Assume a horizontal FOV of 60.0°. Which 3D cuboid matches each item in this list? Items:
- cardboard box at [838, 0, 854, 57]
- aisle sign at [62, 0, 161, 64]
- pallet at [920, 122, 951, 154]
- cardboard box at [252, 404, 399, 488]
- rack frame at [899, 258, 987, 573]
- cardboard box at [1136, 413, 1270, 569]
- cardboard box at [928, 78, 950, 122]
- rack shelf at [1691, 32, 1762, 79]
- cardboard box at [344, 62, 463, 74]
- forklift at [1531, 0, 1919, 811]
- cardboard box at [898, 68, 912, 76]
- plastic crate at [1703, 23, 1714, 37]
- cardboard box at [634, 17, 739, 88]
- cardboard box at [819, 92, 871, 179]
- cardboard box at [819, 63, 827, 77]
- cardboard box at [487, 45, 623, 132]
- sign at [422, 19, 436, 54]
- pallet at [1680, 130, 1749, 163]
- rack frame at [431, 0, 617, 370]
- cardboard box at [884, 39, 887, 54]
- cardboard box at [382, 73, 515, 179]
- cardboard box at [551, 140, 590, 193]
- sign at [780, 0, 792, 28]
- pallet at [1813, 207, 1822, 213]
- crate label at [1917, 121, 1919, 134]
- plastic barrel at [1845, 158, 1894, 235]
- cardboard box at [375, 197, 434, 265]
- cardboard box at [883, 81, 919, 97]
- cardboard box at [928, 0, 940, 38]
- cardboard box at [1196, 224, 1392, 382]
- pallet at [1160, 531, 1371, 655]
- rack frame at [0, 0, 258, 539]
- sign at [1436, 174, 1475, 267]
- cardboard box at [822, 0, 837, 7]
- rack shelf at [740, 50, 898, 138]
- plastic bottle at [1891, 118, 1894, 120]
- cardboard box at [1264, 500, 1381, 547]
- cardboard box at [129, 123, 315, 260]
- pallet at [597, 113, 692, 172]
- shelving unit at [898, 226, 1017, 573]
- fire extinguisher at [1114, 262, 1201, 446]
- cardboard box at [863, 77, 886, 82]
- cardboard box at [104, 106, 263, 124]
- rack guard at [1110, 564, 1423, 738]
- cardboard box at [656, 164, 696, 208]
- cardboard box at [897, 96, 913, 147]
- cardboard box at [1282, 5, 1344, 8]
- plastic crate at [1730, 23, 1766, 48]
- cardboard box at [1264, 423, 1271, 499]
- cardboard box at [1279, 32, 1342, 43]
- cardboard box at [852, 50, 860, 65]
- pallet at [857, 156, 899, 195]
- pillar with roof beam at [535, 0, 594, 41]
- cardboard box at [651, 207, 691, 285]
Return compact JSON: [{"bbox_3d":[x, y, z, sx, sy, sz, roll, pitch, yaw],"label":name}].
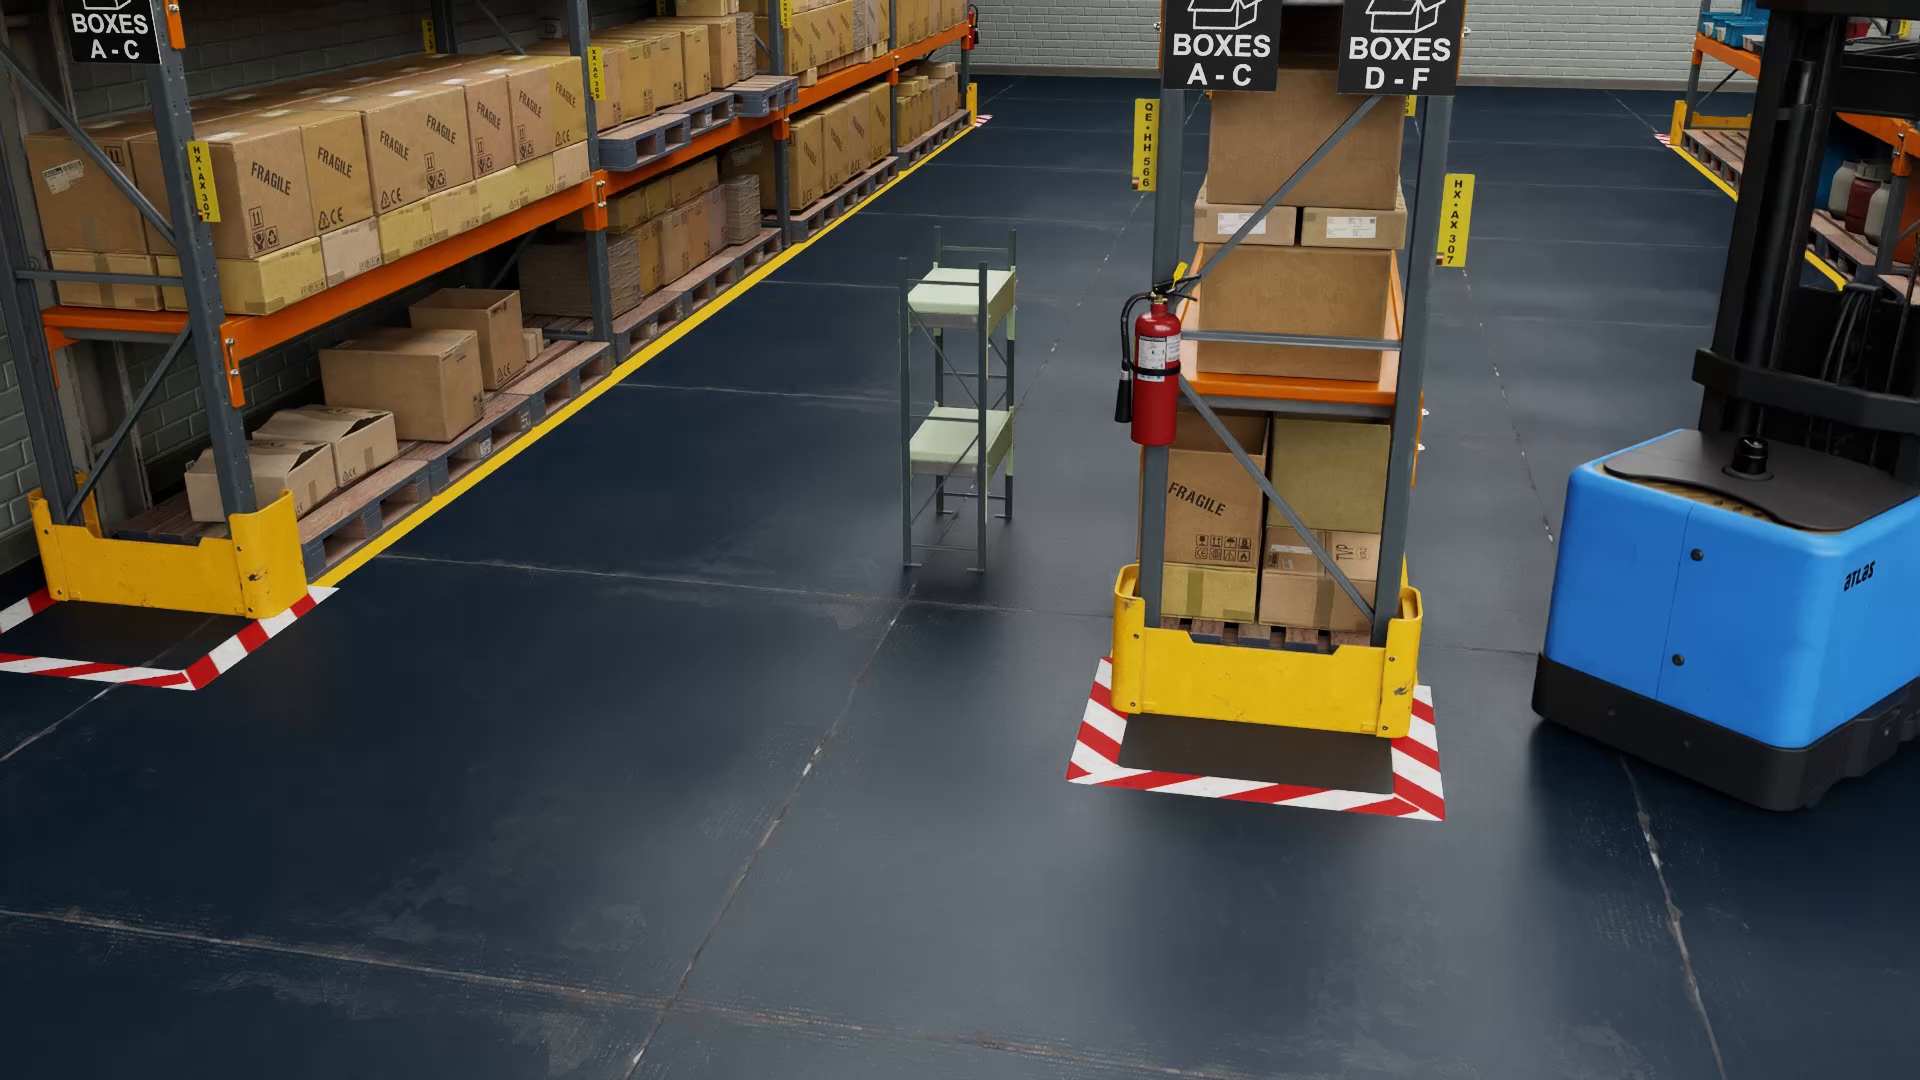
[{"bbox_3d":[-1.344,-4.952,16.076,0.500,0.500,0.500,5,22,12],"label":"cardboard box"},{"bbox_3d":[-3.364,-2.268,6.490,0.394,0.787,0.004,4,22,11],"label":"aisle sign"},{"bbox_3d":[-0.716,-4.926,20.303,1.003,0.211,1.213,4,22,11],"label":"pallet"},{"bbox_3d":[-3.297,-0.523,8.647,0.500,0.311,0.500,6,23,15],"label":"cardboard box"},{"bbox_3d":[-0.076,-0.559,7.735,0.400,1.500,0.023,4,22,11],"label":"rack frame"},{"bbox_3d":[1.026,-0.221,7.002,0.500,0.500,0.500,4,22,11],"label":"cardboard box"},{"bbox_3d":[-0.525,-5.552,20.907,0.700,0.500,0.500,4,22,11],"label":"cardboard box"},{"bbox_3d":[8.913,-5.143,18.070,1.077,0.370,4.000,4,22,11],"label":"rack shelf"},{"bbox_3d":[-3.236,-2.517,9.758,0.500,0.500,0.500,4,22,11],"label":"cardboard box"},{"bbox_3d":[3.708,-0.836,6.505,3.031,2.935,1.130,-17,27,-36],"label":"forklift"},{"bbox_3d":[-0.798,-5.727,20.473,0.380,0.149,0.250,5,22,12],"label":"cardboard box"},{"bbox_3d":[8.801,-5.937,19.353,0.250,0.136,0.298,4,22,11],"label":"plastic crate"},{"bbox_3d":[-2.184,-3.909,13.321,0.700,0.500,0.500,2,22,6],"label":"cardboard box"},{"bbox_3d":[-1.378,-4.125,16.896,0.750,0.750,0.750,5,23,13],"label":"cardboard box"},{"bbox_3d":[-1.481,-4.505,15.835,0.380,0.149,0.250,5,22,12],"label":"cardboard box"},{"bbox_3d":[-2.689,-3.008,11.085,0.700,0.500,0.500,5,22,11],"label":"cardboard box"},{"bbox_3d":[-3.371,-3.152,10.616,0.100,0.325,0.005,4,22,11],"label":"sign"},{"bbox_3d":[9.114,-4.616,19.532,1.003,0.211,1.213,4,22,11],"label":"pallet"},{"bbox_3d":[-2.827,-2.574,10.730,1.000,3.000,0.127,4,22,11],"label":"rack frame"},{"bbox_3d":[-0.986,-5.248,17.678,0.380,0.149,0.250,5,22,11],"label":"cardboard box"},{"bbox_3d":[-2.830,-2.299,9.217,0.500,0.500,0.500,4,22,9],"label":"cardboard box"},{"bbox_3d":[-2.627,-2.318,10.267,0.500,0.250,0.500,5,22,11],"label":"cardboard box"},{"bbox_3d":[-1.477,-4.500,14.067,0.100,0.325,0.005,4,22,11],"label":"sign"},{"bbox_3d":[8.306,-3.172,15.948,1.003,0.211,1.213,4,22,11],"label":"pallet"},{"bbox_3d":[7.235,-3.079,12.207,0.303,0.233,0.416,4,22,11],"label":"crate label"},{"bbox_3d":[8.002,-2.951,14.333,0.600,0.588,0.708,4,22,11],"label":"plastic barrel"},{"bbox_3d":[-3.031,-1.582,8.441,0.500,0.250,0.500,4,22,10],"label":"cardboard box"},{"bbox_3d":[-0.693,-5.213,19.199,0.380,0.149,0.250,5,23,13],"label":"cardboard box"},{"bbox_3d":[-0.774,-6.370,19.753,0.980,0.700,0.700,3,22,8],"label":"cardboard box"},{"bbox_3d":[1.315,-0.951,6.567,0.700,0.500,0.500,4,22,11],"label":"cardboard box"},{"bbox_3d":[1.322,0.275,7.387,1.003,0.211,1.213,4,22,11],"label":"pallet"},{"bbox_3d":[-3.643,-1.111,7.098,1.000,3.000,0.127,4,22,11],"label":"rack frame"},{"bbox_3d":[1.750,-1.129,5.877,0.100,0.325,0.005,4,22,11],"label":"sign"},{"bbox_3d":[-1.458,-5.105,15.451,0.500,0.250,0.500,5,22,11],"label":"cardboard box"},{"bbox_3d":[-1.602,-4.435,16.313,1.077,0.370,4.000,4,22,11],"label":"rack shelf"},{"bbox_3d":[7.395,-3.411,13.074,0.097,0.201,0.097,0,22,0],"label":"plastic bottle"},{"bbox_3d":[1.633,-0.017,7.499,0.500,0.250,0.500,4,22,11],"label":"cardboard box"},{"bbox_3d":[-3.251,-1.551,7.359,0.500,0.500,0.500,4,22,11],"label":"cardboard box"},{"bbox_3d":[-2.528,-2.754,11.433,1.003,0.211,1.213,4,22,11],"label":"pallet"},{"bbox_3d":[-0.001,-0.693,8.067,0.431,1.500,0.755,4,22,11],"label":"shelving unit"},{"bbox_3d":[0.729,-0.691,6.159,0.296,0.674,0.183,4,22,11],"label":"fire extinguisher"},{"bbox_3d":[-1.006,-5.353,19.546,0.380,0.149,0.250,4,22,9],"label":"cardboard box"},{"bbox_3d":[-3.642,-1.771,7.906,0.500,0.500,0.500,5,22,12],"label":"cardboard box"},{"bbox_3d":[1.203,0.433,6.609,1.175,0.500,0.348,4,22,11],"label":"rack guard"},{"bbox_3d":[-2.384,-2.770,12.970,0.500,0.250,0.500,4,22,11],"label":"cardboard box"},{"bbox_3d":[-0.941,-4.801,19.043,0.700,0.500,0.500,5,22,12],"label":"cardboard box"},{"bbox_3d":[1.939,-2.683,9.131,0.700,0.500,0.500,5,22,11],"label":"cardboard box"},{"bbox_3d":[8.618,-5.501,18.142,0.416,0.233,0.300,4,22,11],"label":"plastic crate"},{"bbox_3d":[1.322,-0.423,8.506,0.500,0.250,0.500,4,22,11],"label":"cardboard box"},{"bbox_3d":[1.530,-1.950,7.309,0.700,0.500,0.500,5,22,11],"label":"cardboard box"},{"bbox_3d":[-1.223,-4.877,16.757,0.380,0.149,0.250,4,22,11],"label":"cardboard box"},{"bbox_3d":[-1.278,-3.919,17.801,1.003,0.211,1.213,4,22,11],"label":"pallet"},{"bbox_3d":[1.092,-6.082,11.410,9.100,9.000,0.400,4,22,11],"label":"pillar with roof beam"},{"bbox_3d":[-2.493,-2.266,12.721,0.700,0.500,0.500,5,22,12],"label":"cardboard box"}]
